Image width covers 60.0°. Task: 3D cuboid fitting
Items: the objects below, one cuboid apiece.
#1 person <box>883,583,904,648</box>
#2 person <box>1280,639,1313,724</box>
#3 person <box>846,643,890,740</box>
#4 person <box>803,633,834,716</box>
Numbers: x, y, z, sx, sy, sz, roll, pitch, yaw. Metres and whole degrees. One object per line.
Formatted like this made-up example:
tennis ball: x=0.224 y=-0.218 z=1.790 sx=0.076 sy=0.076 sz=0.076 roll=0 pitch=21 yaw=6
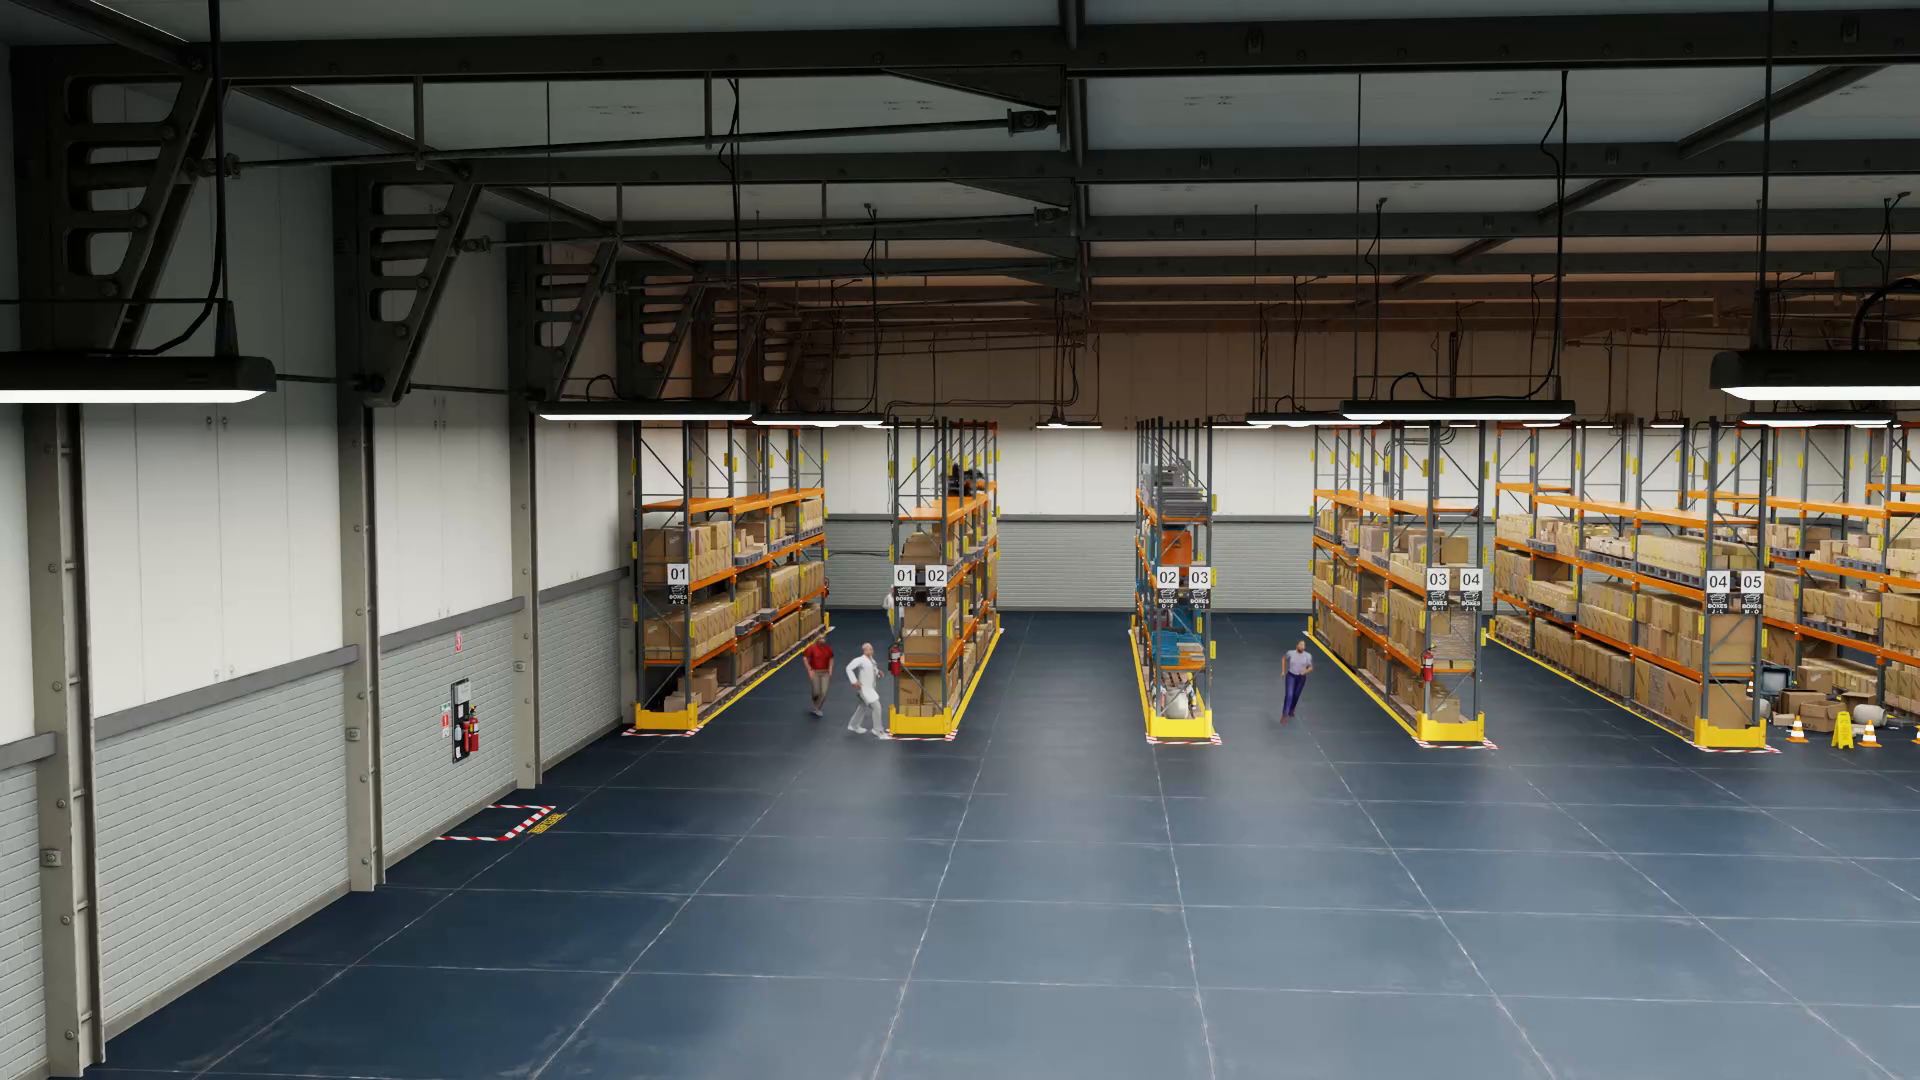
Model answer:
person: x=-1.685 y=2.025 z=43.180 sx=0.610 sy=1.825 sz=0.832 roll=1 pitch=4 yaw=10
person: x=6.603 y=2.756 z=32.766 sx=0.678 sy=1.628 sz=0.841 roll=0 pitch=4 yaw=3
person: x=-1.759 y=2.822 z=30.860 sx=0.869 sy=1.827 sz=0.773 roll=1 pitch=4 yaw=17
person: x=-2.866 y=2.702 z=33.667 sx=0.662 sy=1.672 sz=0.563 roll=-1 pitch=4 yaw=-20
